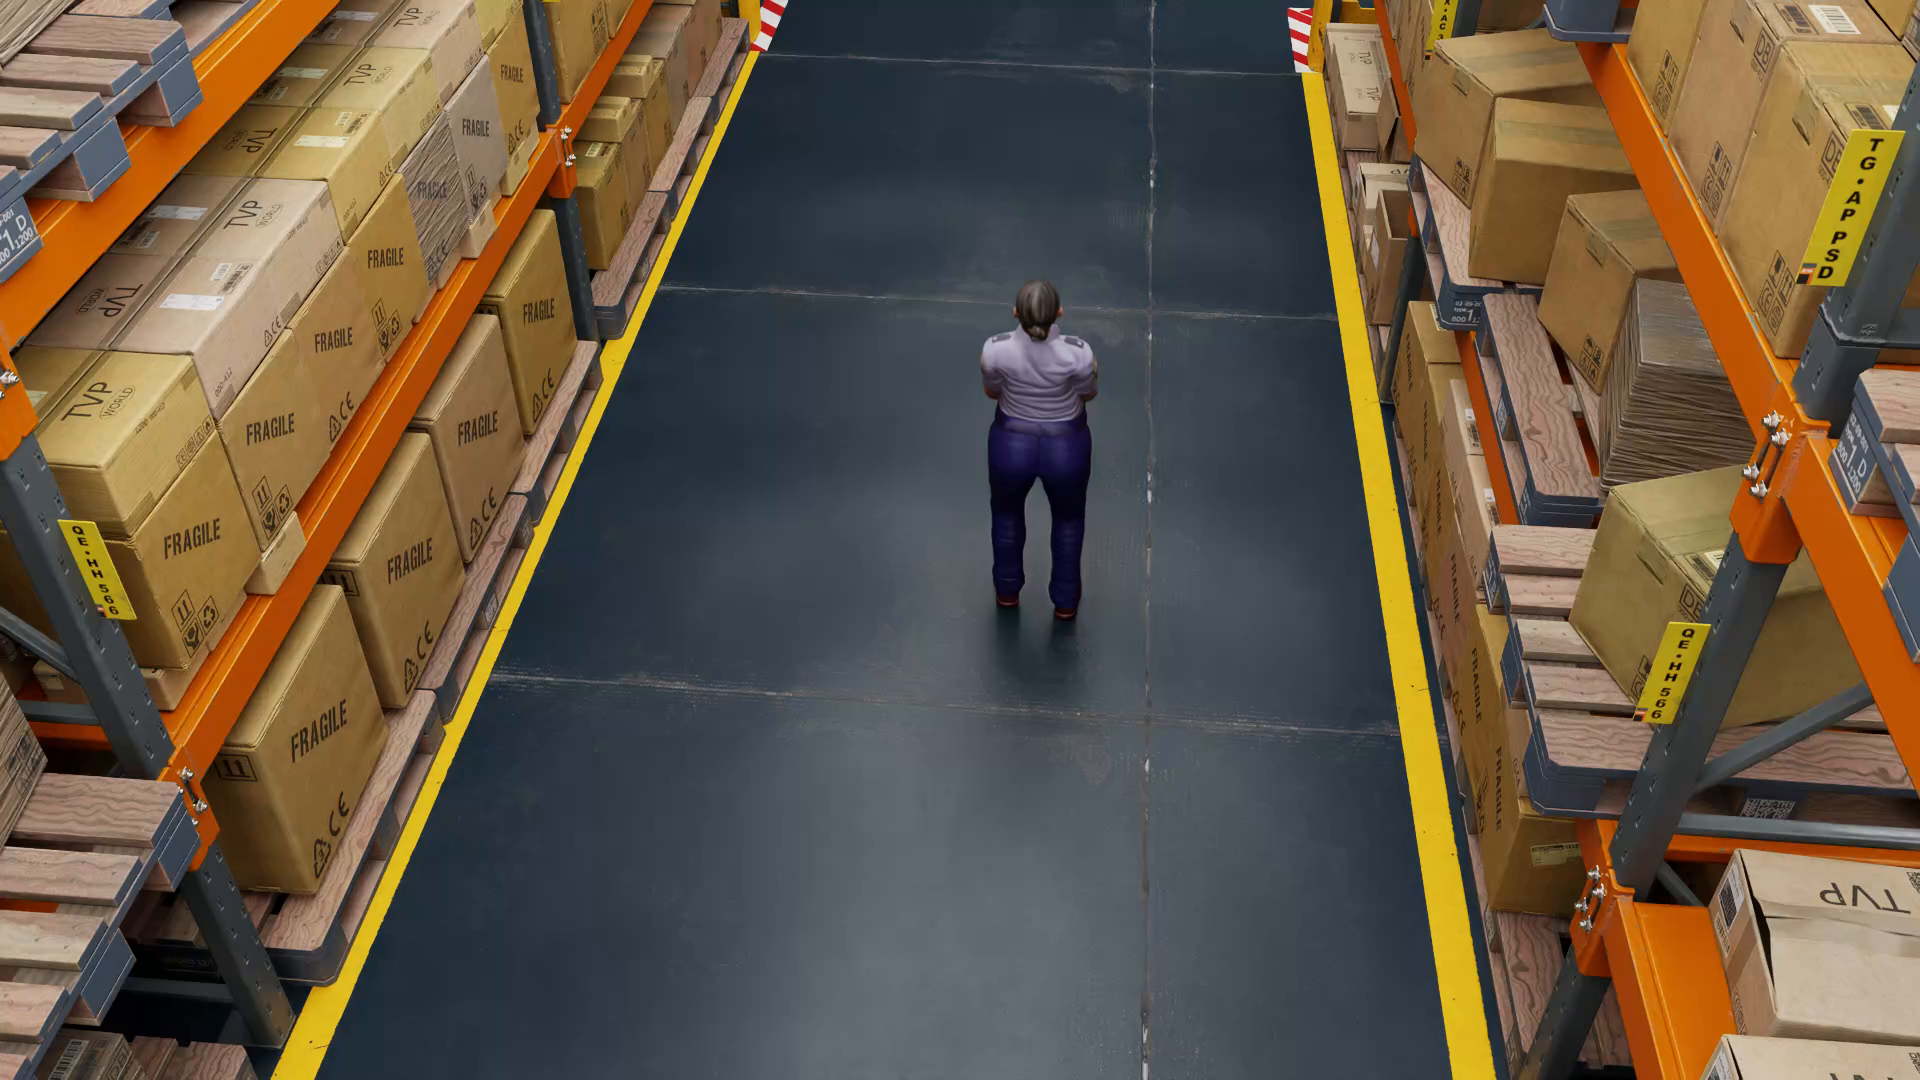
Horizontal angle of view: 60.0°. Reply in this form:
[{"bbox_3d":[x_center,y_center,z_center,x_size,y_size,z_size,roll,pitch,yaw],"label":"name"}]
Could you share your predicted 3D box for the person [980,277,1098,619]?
[{"bbox_3d":[0.313,-0.410,6.660,0.452,1.634,0.523,4,40,4],"label":"person"}]
